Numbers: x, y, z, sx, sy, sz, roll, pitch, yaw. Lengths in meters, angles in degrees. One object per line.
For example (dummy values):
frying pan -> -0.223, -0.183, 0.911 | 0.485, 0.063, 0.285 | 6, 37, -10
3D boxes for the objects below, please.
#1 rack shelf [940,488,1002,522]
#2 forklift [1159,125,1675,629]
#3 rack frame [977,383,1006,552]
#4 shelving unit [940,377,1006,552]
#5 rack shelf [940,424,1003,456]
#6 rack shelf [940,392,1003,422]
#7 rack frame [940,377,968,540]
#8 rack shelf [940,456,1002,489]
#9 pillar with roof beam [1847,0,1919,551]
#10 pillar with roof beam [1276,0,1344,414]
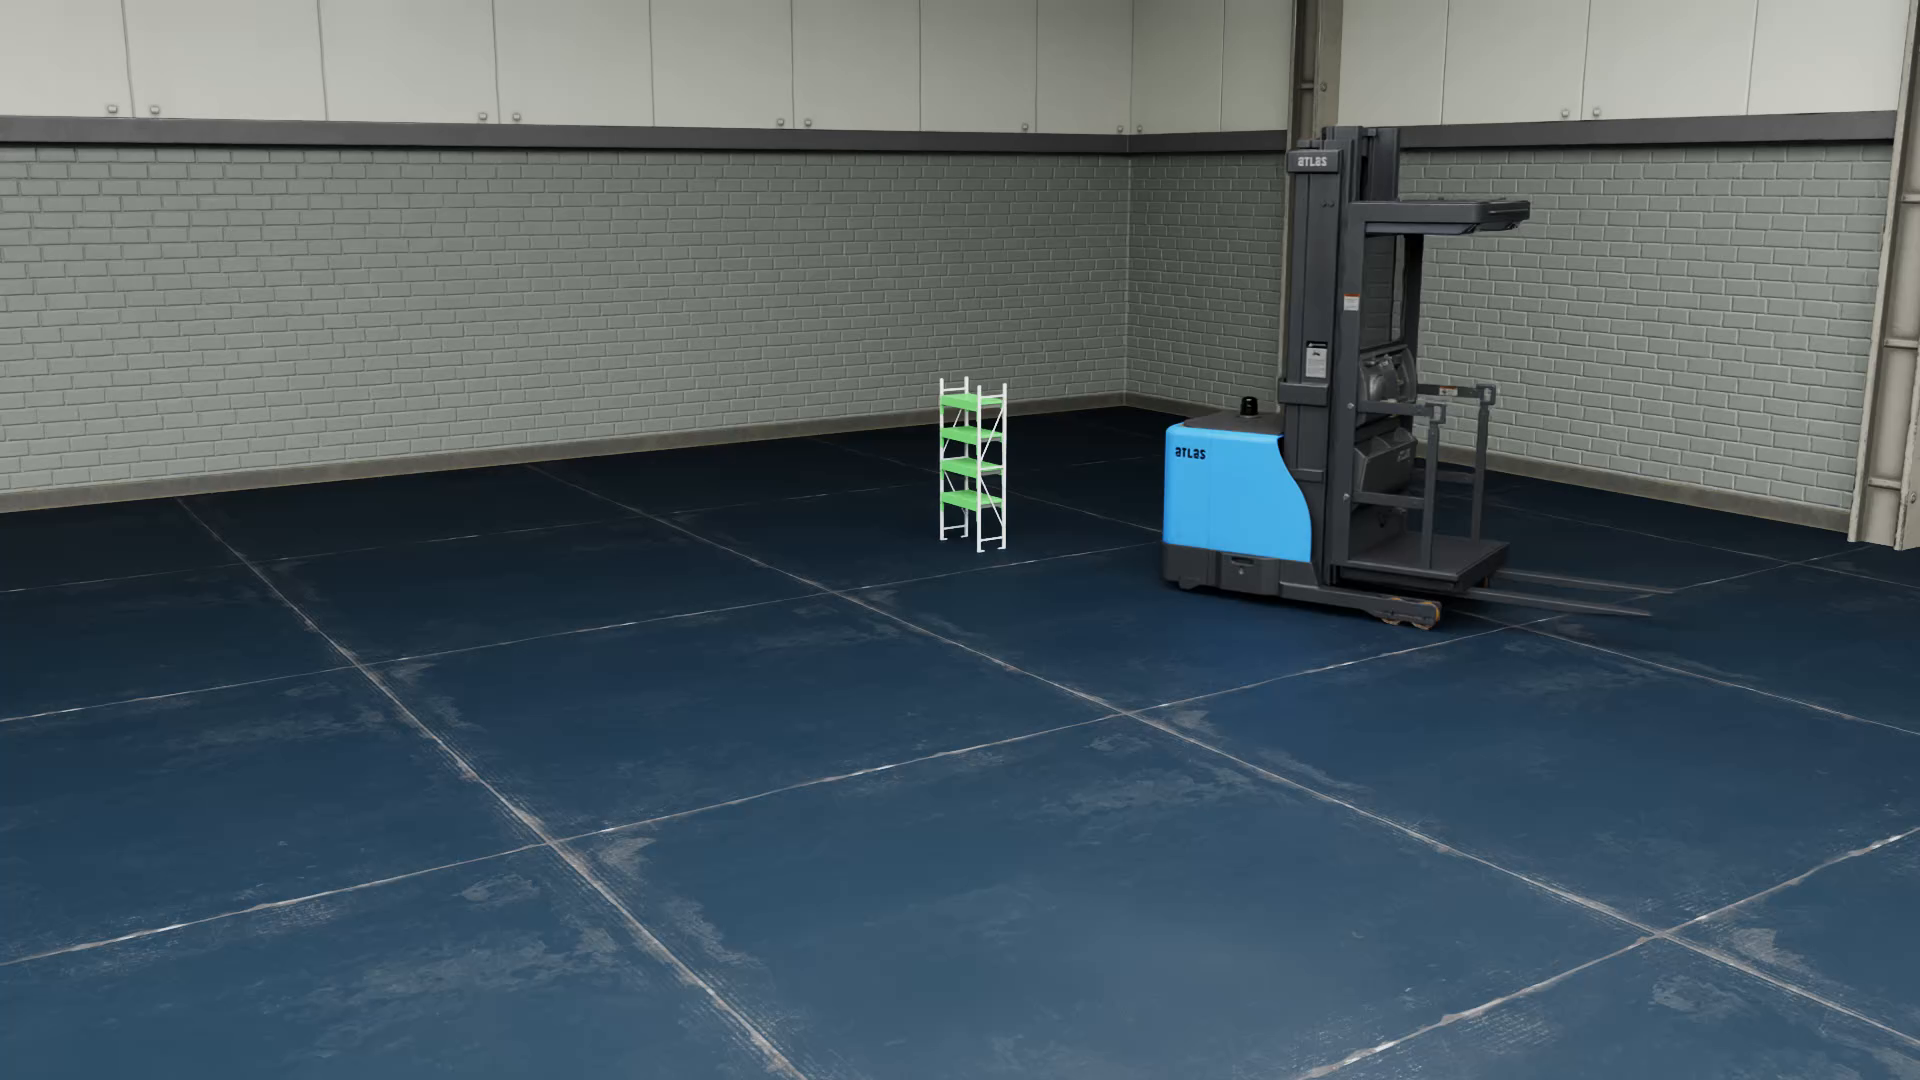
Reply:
rack shelf -> 0.092, -0.260, 12.164 | 0.258, 0.148, 0.480 | -8, 15, -33
forklift -> 2.820, -1.027, 10.198 | 3.031, 2.935, 1.130 | 8, 15, 33
rack frame -> 0.227, -0.513, 11.901 | 0.240, 1.200, 0.015 | -8, 15, -33
shelving unit -> 0.092, -0.557, 12.099 | 0.258, 1.200, 0.503 | -8, 15, -33
rack shelf -> 0.092, -0.729, 12.061 | 0.258, 0.148, 0.480 | -8, 15, -33
rack shelf -> 0.092, -0.963, 12.010 | 0.258, 0.148, 0.480 | -8, 15, -33
rack frame -> -0.043, -0.600, 12.297 | 0.240, 1.200, 0.015 | -8, 15, -33
rack shelf -> 0.092, -0.494, 12.113 | 0.258, 0.148, 0.480 | -8, 15, -33
pillar with roof beam -> 3.230, -3.863, 8.964 | 9.100, 9.000, 0.400 | -8, 15, -33
pillar with roof beam -> -0.094, -4.930, 13.844 | 9.100, 9.000, 0.400 | -8, 15, -33
